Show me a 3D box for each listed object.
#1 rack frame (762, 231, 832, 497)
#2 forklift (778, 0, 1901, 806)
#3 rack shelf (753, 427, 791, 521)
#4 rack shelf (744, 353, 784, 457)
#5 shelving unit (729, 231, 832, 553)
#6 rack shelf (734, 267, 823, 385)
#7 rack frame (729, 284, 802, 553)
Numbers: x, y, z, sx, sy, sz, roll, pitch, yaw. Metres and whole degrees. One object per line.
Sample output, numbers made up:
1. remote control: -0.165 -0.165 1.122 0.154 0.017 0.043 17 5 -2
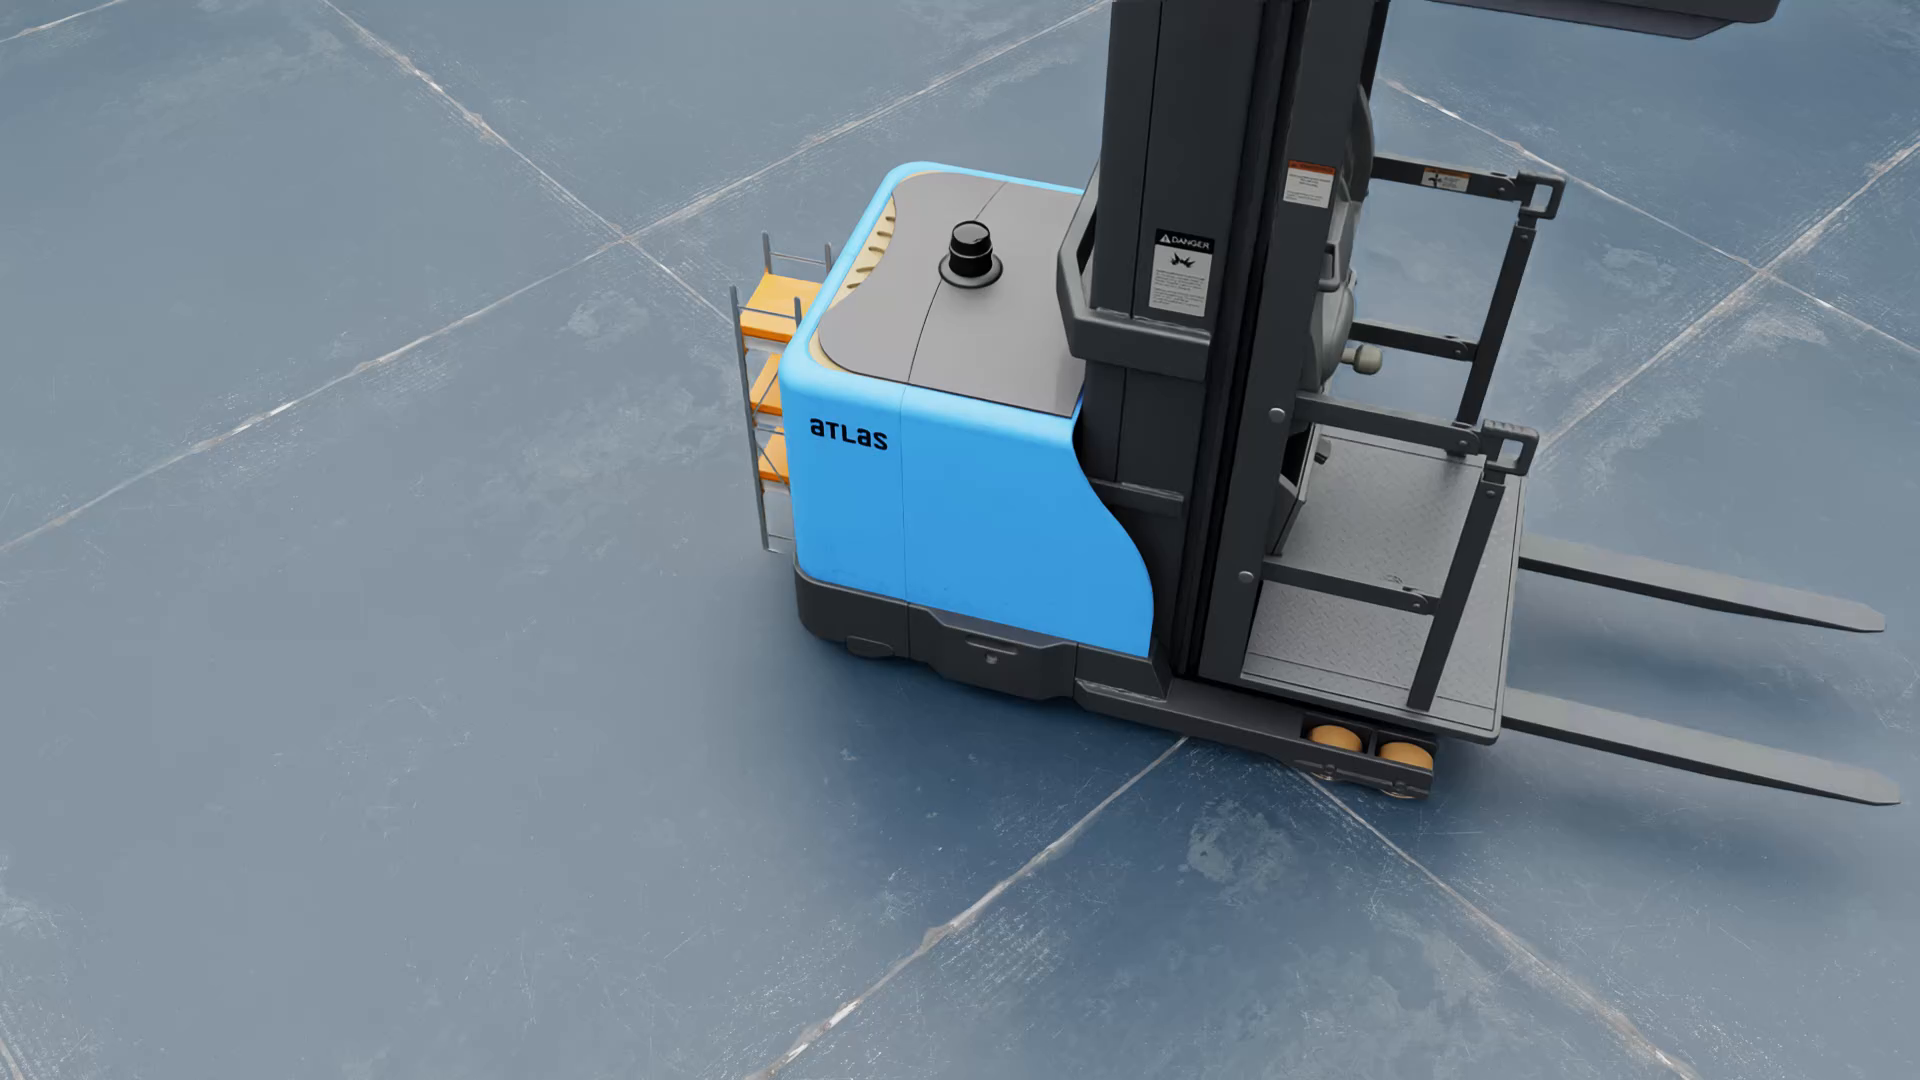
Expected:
1. rack frame: -0.452 -0.478 4.977 0.200 1.050 0.008 12 48 11
2. forklift: 1.095 -0.721 3.921 3.031 2.935 1.130 13 49 12
3. rack shelf: -0.487 -0.197 5.110 0.215 0.259 0.240 12 48 11
4. rack shelf: -0.487 -0.385 4.905 0.215 0.259 0.240 12 48 11
5. shelving unit: -0.487 -0.392 4.898 0.215 1.050 0.252 12 48 11
6. rack shelf: -0.487 -0.578 4.697 0.215 0.259 0.240 12 48 11
7. rack frame: -0.521 -0.306 4.818 0.200 1.050 0.008 12 48 11
